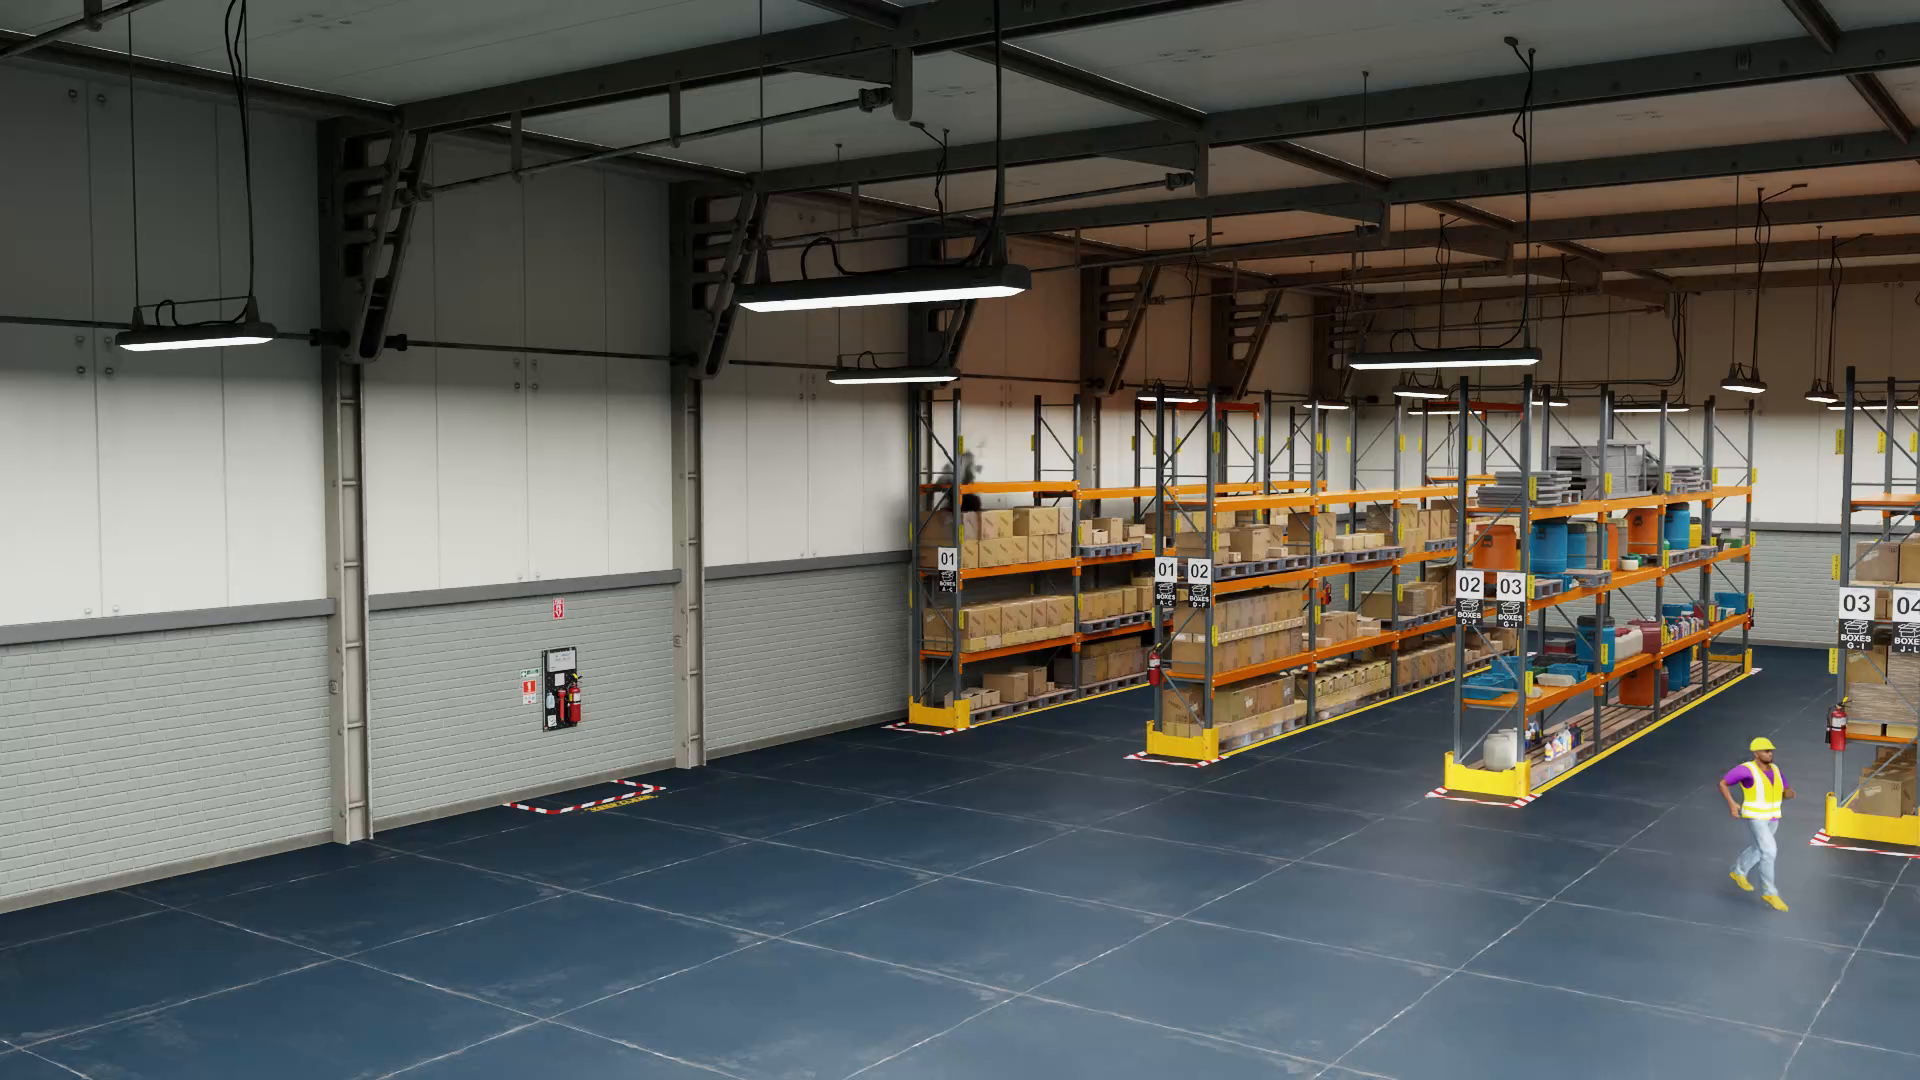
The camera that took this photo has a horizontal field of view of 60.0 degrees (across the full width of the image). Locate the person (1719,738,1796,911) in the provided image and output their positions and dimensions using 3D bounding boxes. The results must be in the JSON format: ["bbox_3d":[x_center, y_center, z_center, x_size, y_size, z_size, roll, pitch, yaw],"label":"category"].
[{"bbox_3d":[8.775,3.029,18.215,0.686,1.736,0.880,-1,4,-24],"label":"person"}]
